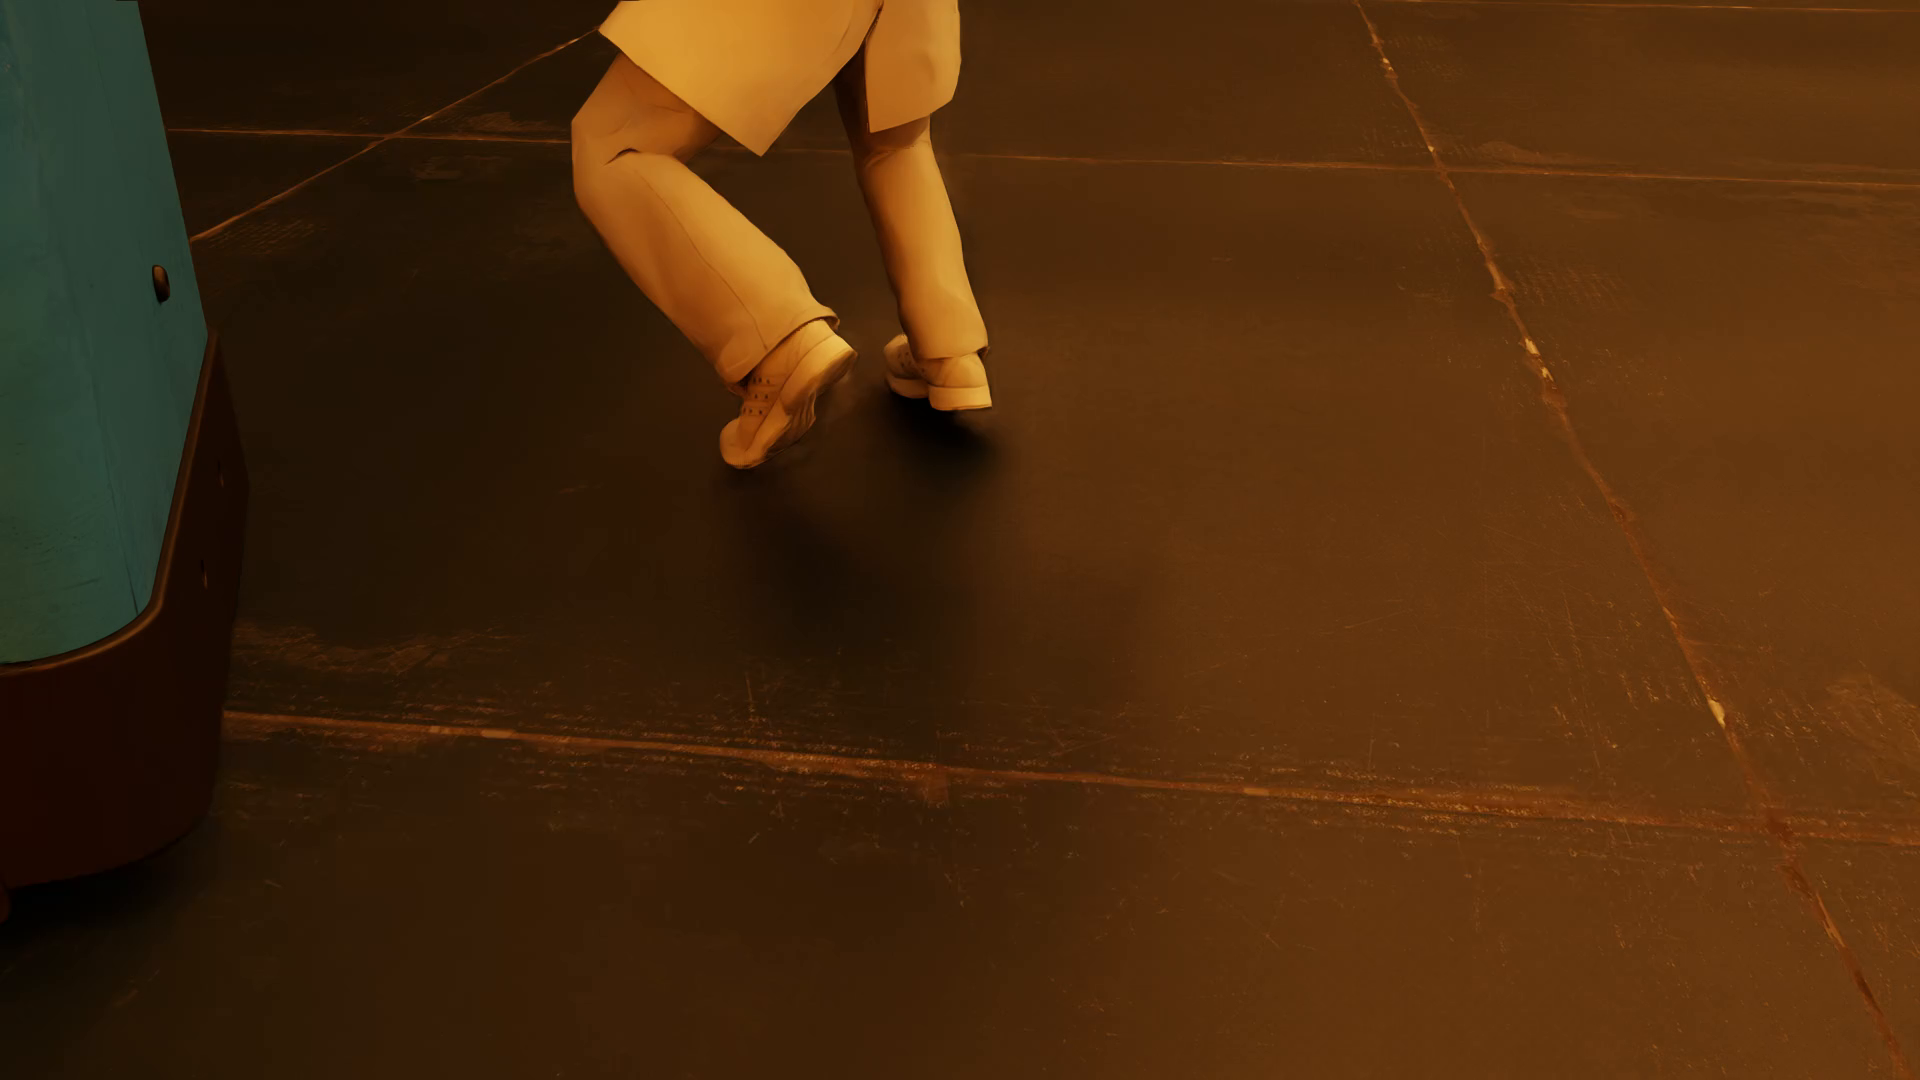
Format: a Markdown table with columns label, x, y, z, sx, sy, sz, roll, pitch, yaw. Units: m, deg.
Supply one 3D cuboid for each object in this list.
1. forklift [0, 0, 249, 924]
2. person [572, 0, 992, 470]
| label | x | y | z | sx | sy | sz | roll | pitch | yaw |
| --- | --- | --- | --- | --- | --- | --- | --- | --- | --- |
| forklift | -2.374 | -0.936 | 1.094 | 3.031 | 2.935 | 1.130 | -8 | 28 | -16 |
| person | -0.074 | -0.993 | 2.580 | 1.092 | 1.690 | 0.721 | -23 | 35 | -38 |
